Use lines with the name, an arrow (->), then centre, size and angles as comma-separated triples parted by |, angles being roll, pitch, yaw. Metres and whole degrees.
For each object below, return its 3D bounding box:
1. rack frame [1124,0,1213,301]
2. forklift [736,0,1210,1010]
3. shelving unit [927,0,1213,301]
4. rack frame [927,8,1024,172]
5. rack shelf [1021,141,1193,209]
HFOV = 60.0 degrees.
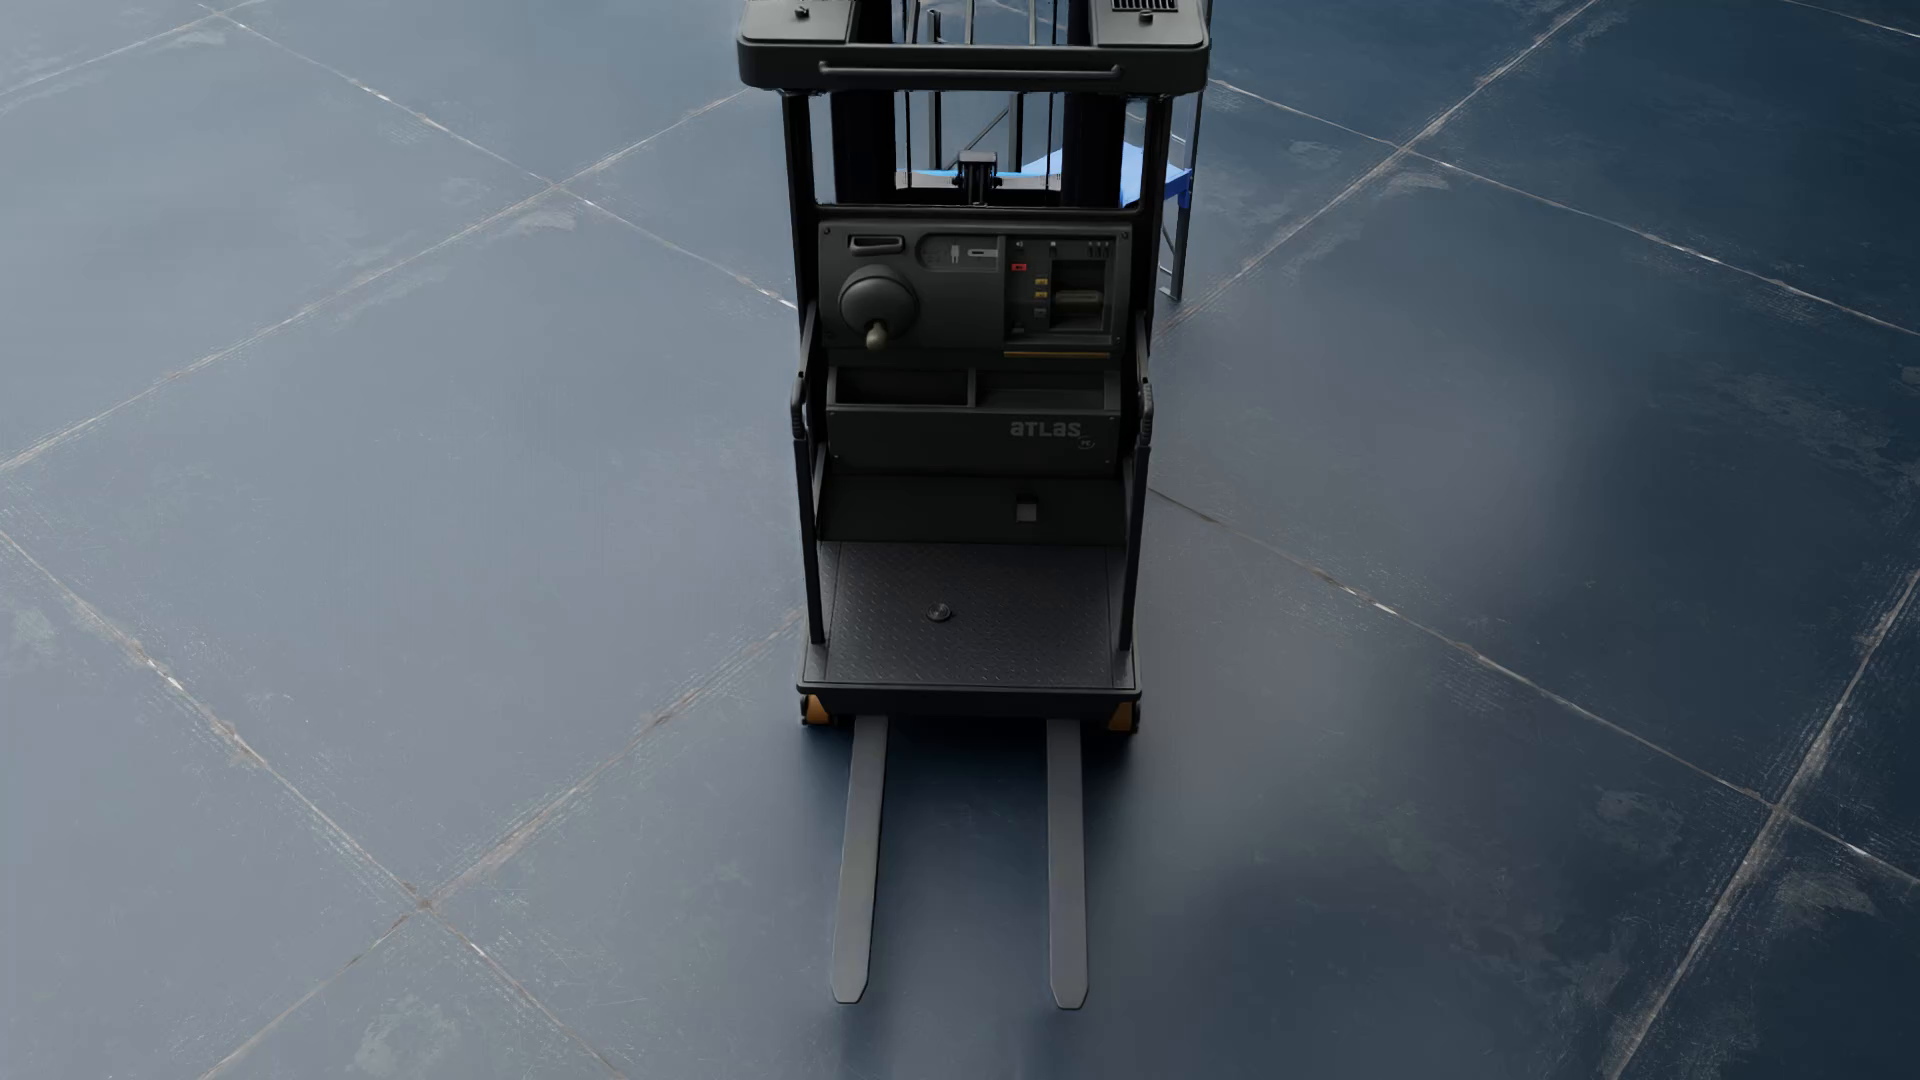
rack frame -> 0.813, -1.754, 7.065 | 0.032, 1.500, 0.500 | -31, 51, -29
forklift -> 0.040, -0.670, 4.808 | 1.130, 2.935, 3.031 | 1, 42, 1
shelving unit -> 0.433, -1.527, 6.814 | 1.048, 1.500, 0.538 | -31, 51, -29
rack frame -> 0.054, -1.299, 6.564 | 0.032, 1.500, 0.500 | -31, 51, -29
rack shelf -> 0.433, -1.394, 6.935 | 1.000, 0.185, 0.538 | -31, 51, -29
